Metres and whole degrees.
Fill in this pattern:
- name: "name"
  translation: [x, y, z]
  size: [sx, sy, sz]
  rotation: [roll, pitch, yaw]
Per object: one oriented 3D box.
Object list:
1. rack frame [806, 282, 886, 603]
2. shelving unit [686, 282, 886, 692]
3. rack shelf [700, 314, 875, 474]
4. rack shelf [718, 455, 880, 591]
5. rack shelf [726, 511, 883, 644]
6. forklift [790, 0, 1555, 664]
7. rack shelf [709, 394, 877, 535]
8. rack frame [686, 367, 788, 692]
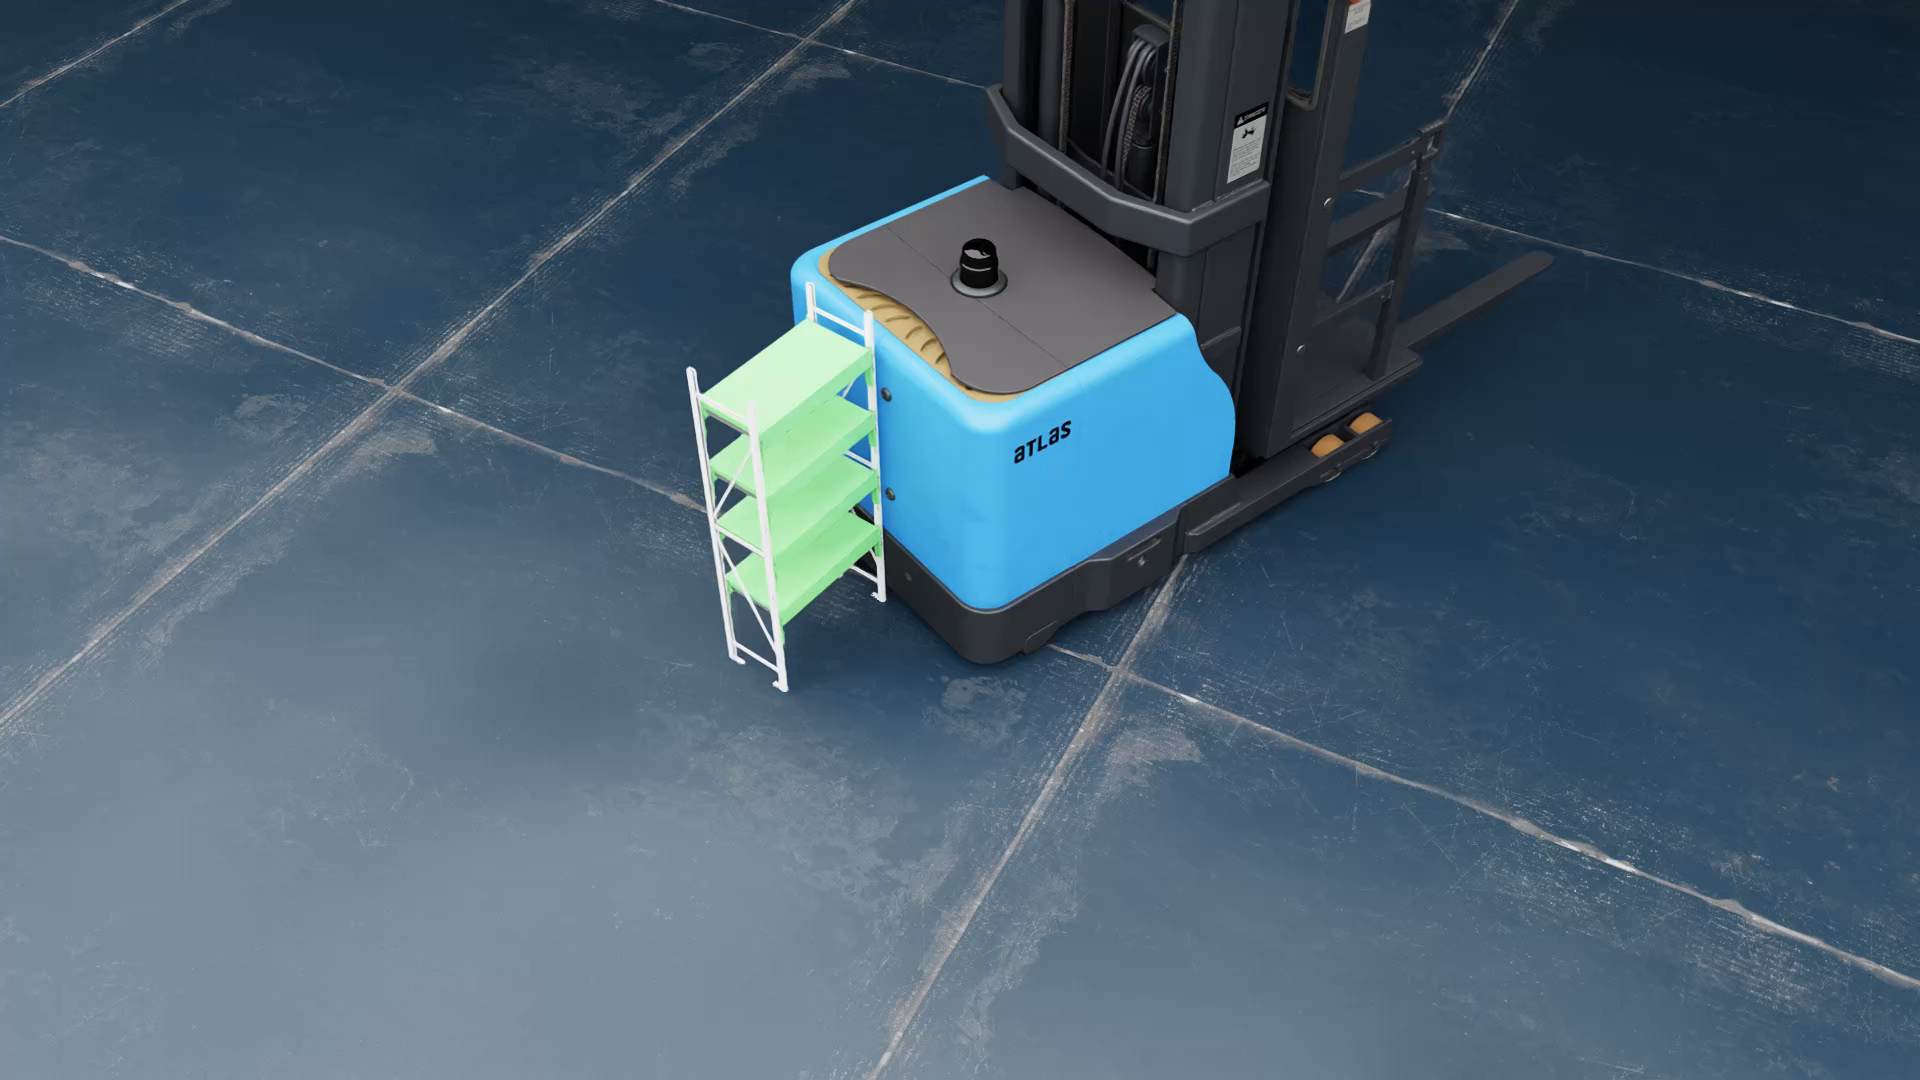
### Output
- name: "rack frame"
  translation: [-0.346, -0.268, 5.172]
  size: [0.240, 1.200, 0.015]
  rotation: [29, 52, 25]
- name: "shelving unit"
  translation: [-0.496, -0.131, 5.036]
  size: [0.258, 1.200, 0.503]
  rotation: [29, 52, 25]
- name: "rack shelf"
  translation: [-0.496, -0.424, 4.740]
  size: [0.258, 0.148, 0.480]
  rotation: [29, 52, 25]
- name: "rack shelf"
  translation: [-0.496, -0.086, 5.081]
  size: [0.258, 0.148, 0.480]
  rotation: [29, 52, 25]
- name: "rack shelf"
  translation: [-0.496, 0.082, 5.252]
  size: [0.258, 0.148, 0.480]
  rotation: [29, 52, 25]
- name: "forklift"
  translation: [0.938, -1.511, 5.182]
  size: [3.031, 2.935, 1.130]
  rotation: [-29, 52, -26]
- name: "rack shelf"
  translation: [-0.496, -0.255, 4.911]
  size: [0.258, 0.148, 0.480]
  rotation: [29, 52, 25]
- name: "rack frame"
  translation: [-0.645, 0.006, 4.900]
  size: [0.240, 1.200, 0.015]
  rotation: [29, 52, 25]
